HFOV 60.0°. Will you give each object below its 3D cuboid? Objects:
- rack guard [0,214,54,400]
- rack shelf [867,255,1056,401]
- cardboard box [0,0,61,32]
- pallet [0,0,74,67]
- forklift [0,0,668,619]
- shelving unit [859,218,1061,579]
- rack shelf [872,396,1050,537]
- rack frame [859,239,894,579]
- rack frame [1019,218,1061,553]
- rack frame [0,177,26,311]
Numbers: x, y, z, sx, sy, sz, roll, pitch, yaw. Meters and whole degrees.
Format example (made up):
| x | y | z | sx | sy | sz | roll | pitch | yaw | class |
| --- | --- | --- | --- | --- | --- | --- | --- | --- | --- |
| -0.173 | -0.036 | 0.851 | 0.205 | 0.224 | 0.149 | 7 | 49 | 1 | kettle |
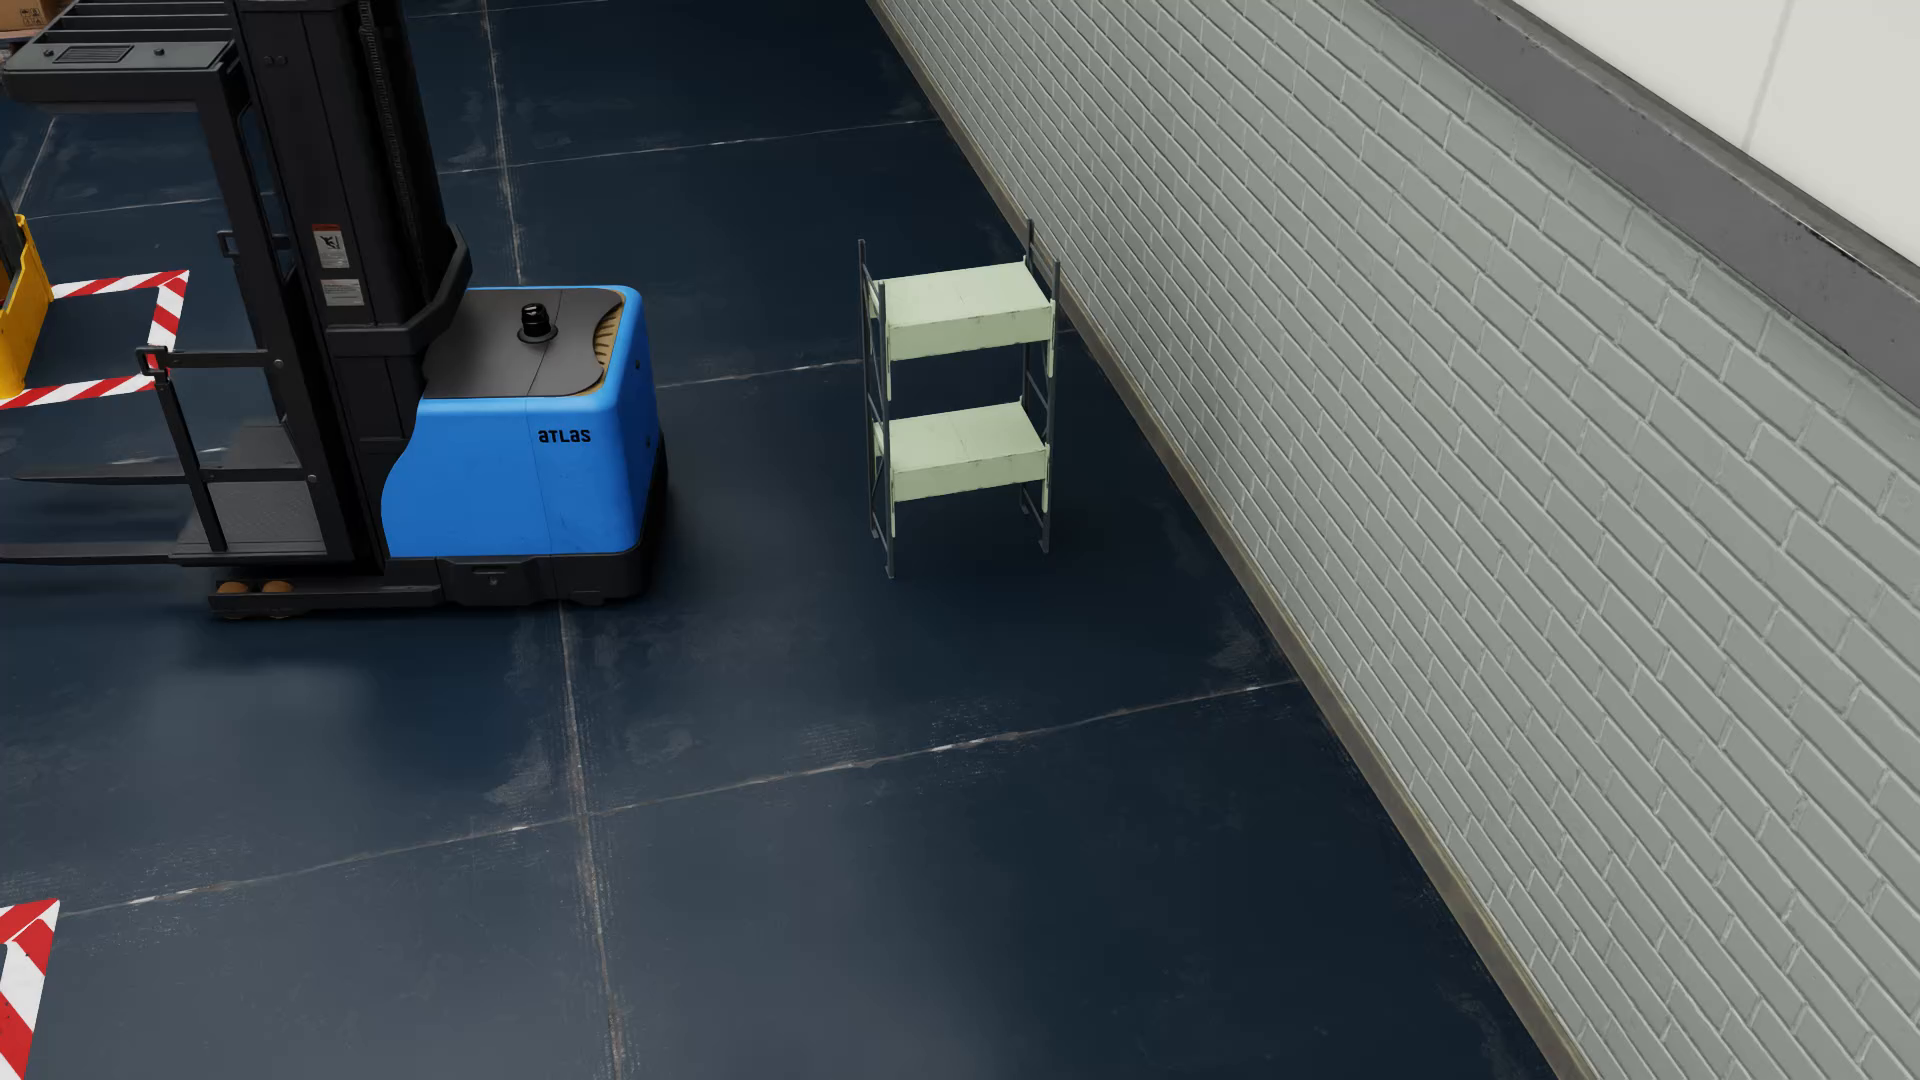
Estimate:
| x | y | z | sx | sy | sz | roll | pitch | yaw | class |
| --- | --- | --- | --- | --- | --- | --- | --- | --- | --- |
| -5.249 | -1.265 | 8.993 | 0.348 | 0.500 | 1.175 | -9 | 38 | -12 | rack guard |
| -0.006 | -0.905 | 7.056 | 0.720 | 0.370 | 0.431 | -9 | 38 | -12 | rack shelf |
| -7.120 | -4.180 | 12.457 | 0.500 | 0.500 | 0.700 | -9 | 38 | -12 | cardboard box |
| -7.222 | -3.895 | 12.668 | 1.213 | 0.211 | 1.003 | -9 | 38 | -12 | pallet |
| -2.914 | -1.144 | 6.833 | 3.031 | 2.935 | 1.130 | -1 | 37 | -1 | forklift |
| -0.006 | -0.595 | 7.293 | 0.755 | 1.500 | 0.431 | -9 | 38 | -12 | shelving unit |
| -0.006 | -0.336 | 7.491 | 0.720 | 0.370 | 0.431 | -9 | 38 | -12 | rack shelf |
| -0.360 | -0.537 | 7.217 | 0.023 | 1.500 | 0.400 | -9 | 38 | -12 | rack frame |
| 0.347 | -0.653 | 7.369 | 0.023 | 1.500 | 0.400 | -9 | 38 | -12 | rack frame |
| -5.176 | -2.270 | 8.249 | 0.127 | 3.000 | 1.000 | -9 | 38 | -12 | rack frame |
